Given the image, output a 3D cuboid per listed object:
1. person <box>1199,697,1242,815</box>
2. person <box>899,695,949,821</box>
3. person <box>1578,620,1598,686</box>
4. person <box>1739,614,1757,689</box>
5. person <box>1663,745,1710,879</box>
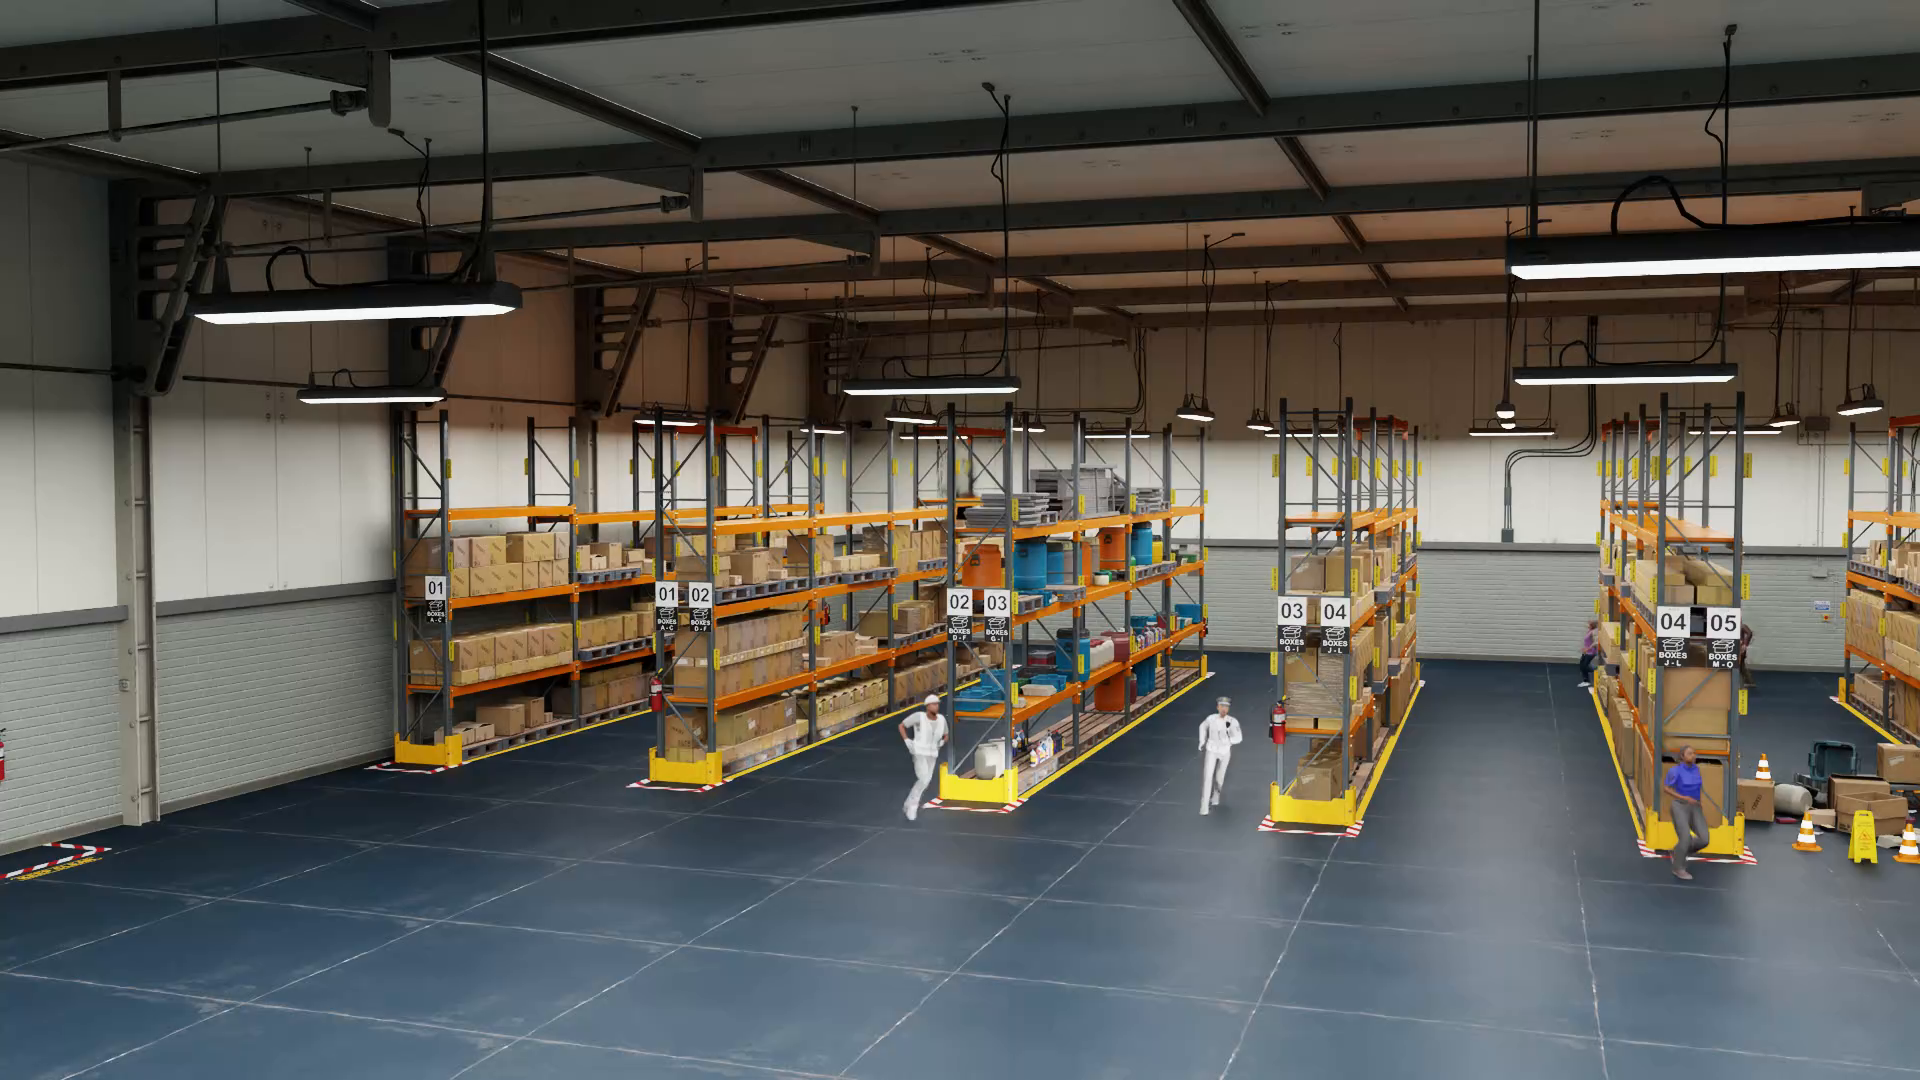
[{"bbox_3d":[3.776,3.096,24.165,0.637,1.655,0.963,1,3,14],"label":"person"},{"bbox_3d":[-0.486,3.109,23.858,0.709,1.784,0.655,-2,3,-38],"label":"person"},{"bbox_3d":[14.515,2.613,38.159,0.579,1.546,0.590,0,2,4],"label":"person"},{"bbox_3d":[17.511,2.514,37.530,0.852,1.807,0.668,1,3,22],"label":"person"},{"bbox_3d":[8.910,3.328,20.334,0.607,1.629,0.560,-1,3,-17],"label":"person"}]
